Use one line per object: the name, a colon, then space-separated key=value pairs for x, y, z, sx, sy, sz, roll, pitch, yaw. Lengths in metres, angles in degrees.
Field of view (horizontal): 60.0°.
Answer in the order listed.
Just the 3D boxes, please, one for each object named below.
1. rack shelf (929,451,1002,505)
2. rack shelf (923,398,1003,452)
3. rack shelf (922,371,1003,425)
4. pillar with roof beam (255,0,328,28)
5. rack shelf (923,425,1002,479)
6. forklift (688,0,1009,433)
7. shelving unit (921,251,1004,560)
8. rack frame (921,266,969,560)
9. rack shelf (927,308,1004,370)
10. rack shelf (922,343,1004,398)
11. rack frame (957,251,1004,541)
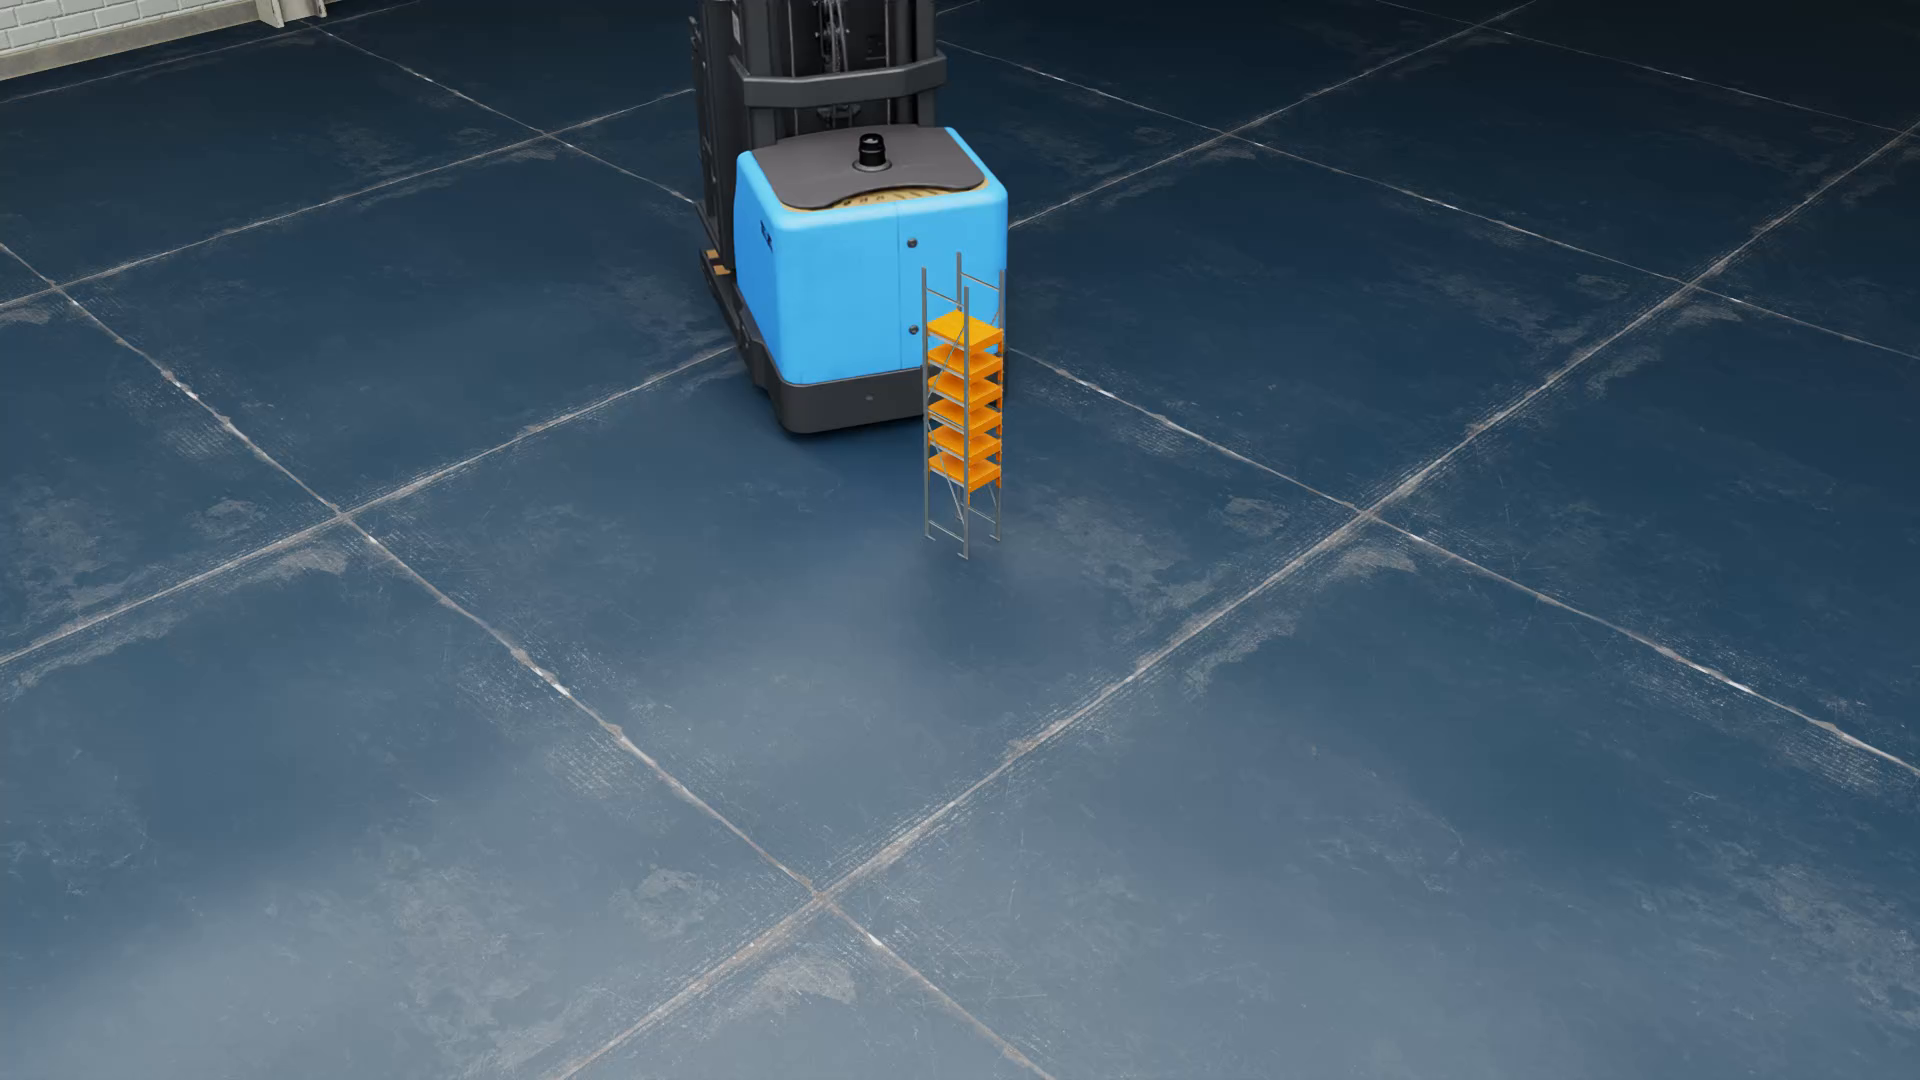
rack shelf: x=0.010 y=-0.265 z=6.578 sx=0.258 sy=0.103 sz=0.180 roll=30 pitch=45 yaw=35
rack shelf: x=0.010 y=-0.462 z=6.441 sx=0.258 sy=0.103 sz=0.180 roll=30 pitch=45 yaw=35
rack shelf: x=0.010 y=-0.560 z=6.372 sx=0.258 sy=0.103 sz=0.180 roll=30 pitch=45 yaw=35
pillar with roof beam: x=-1.876 y=-5.821 z=7.230 sx=9.100 sy=9.000 sz=0.400 roll=30 pitch=45 yaw=35
rack shelf: x=0.010 y=-0.363 z=6.509 sx=0.258 sy=0.103 sz=0.180 roll=30 pitch=45 yaw=35
forklift: x=-0.720 y=-2.510 z=7.787 sx=1.130 sy=2.935 sz=3.031 roll=-11 pitch=36 yaw=-15
shelving unit: x=0.010 y=-0.498 z=6.415 sx=0.258 sy=1.200 sz=0.189 roll=30 pitch=45 yaw=35
rack frame: x=-0.054 y=-0.461 z=6.362 sx=0.240 sy=1.200 sz=0.006 roll=30 pitch=45 yaw=35
rack shelf: x=0.010 y=-0.757 z=6.235 sx=0.258 sy=0.103 sz=0.180 roll=30 pitch=45 yaw=35
rack shelf: x=0.010 y=-0.658 z=6.303 sx=0.258 sy=0.103 sz=0.180 roll=30 pitch=45 yaw=35
rack frame: x=0.075 y=-0.535 z=6.468 sx=0.240 sy=1.200 sz=0.006 roll=30 pitch=45 yaw=35
